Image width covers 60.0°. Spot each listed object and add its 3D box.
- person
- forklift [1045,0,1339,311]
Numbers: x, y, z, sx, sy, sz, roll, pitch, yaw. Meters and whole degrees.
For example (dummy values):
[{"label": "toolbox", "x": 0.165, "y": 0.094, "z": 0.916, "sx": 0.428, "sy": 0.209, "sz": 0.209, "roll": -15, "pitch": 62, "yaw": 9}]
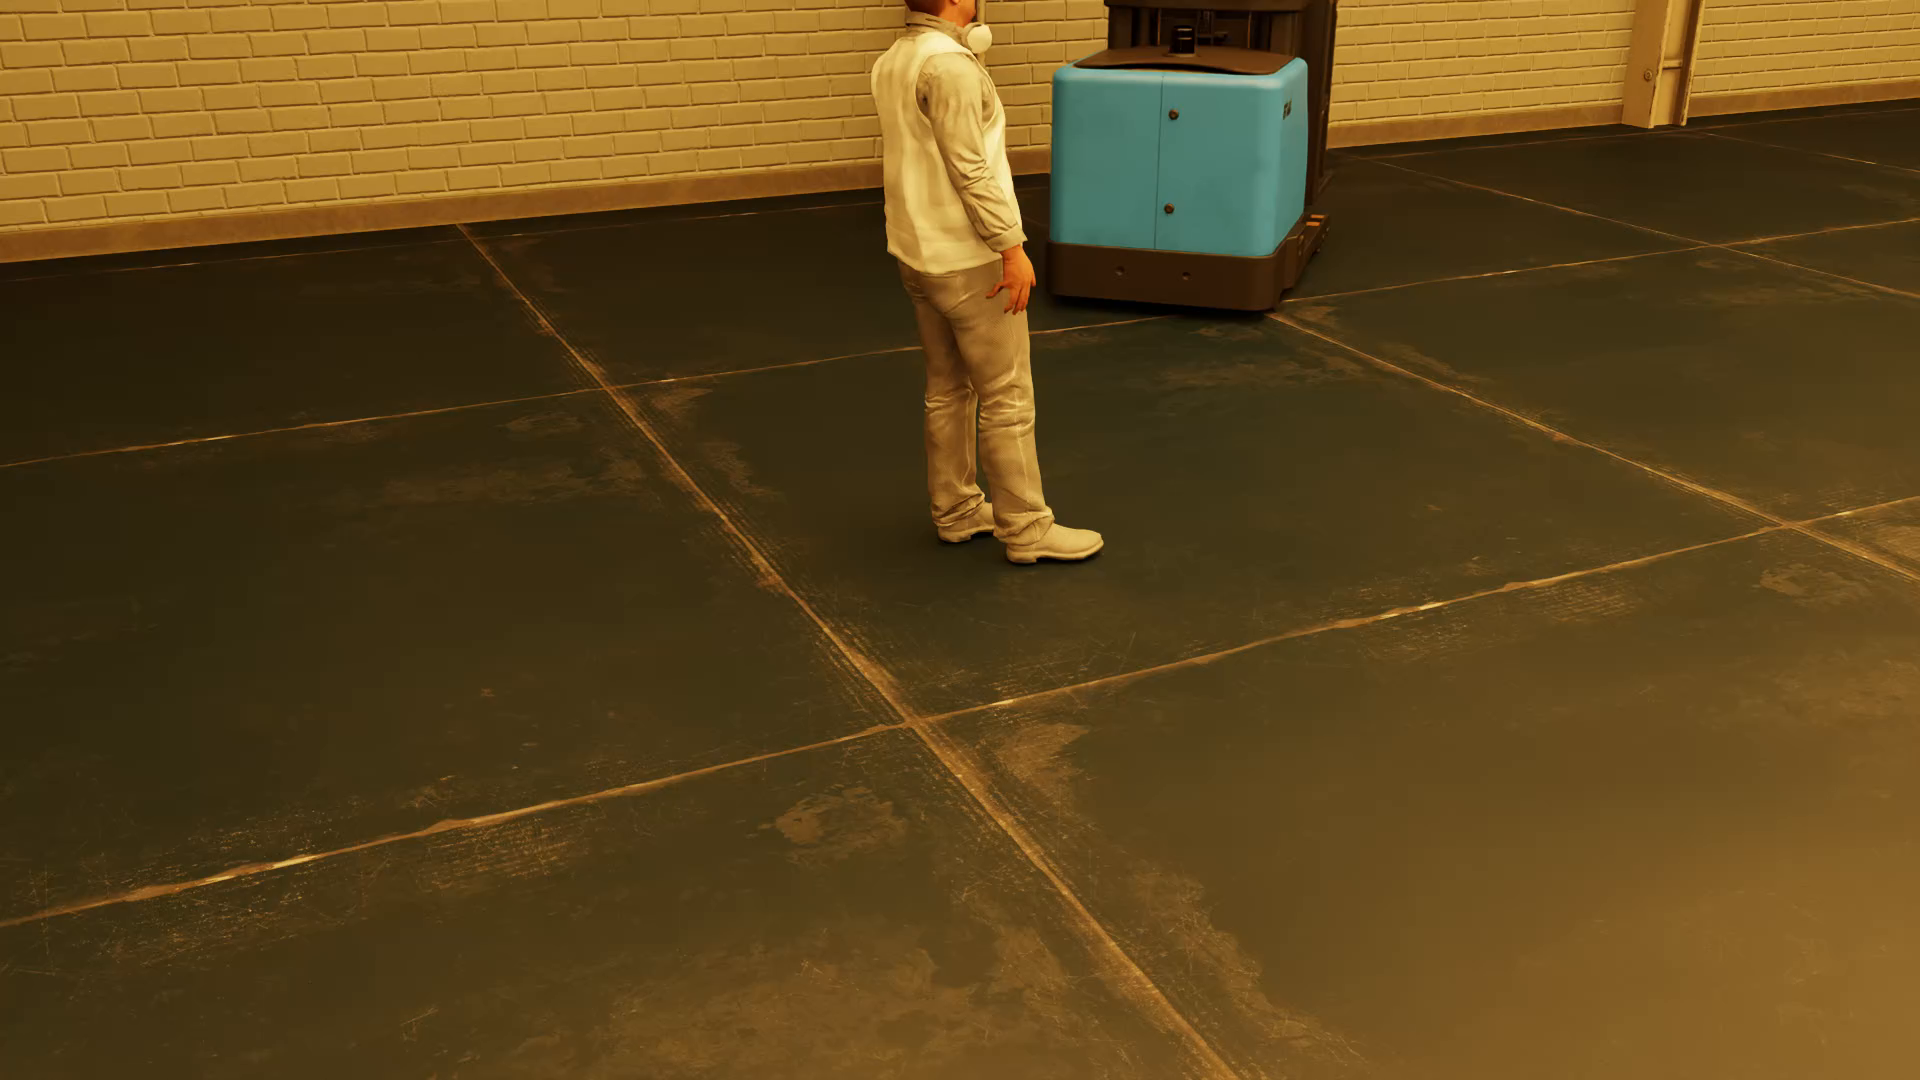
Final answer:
[{"label": "person", "x": 0.060, "y": -0.834, "z": 4.782, "sx": 0.566, "sy": 1.775, "sz": 0.634, "roll": -10, "pitch": 25, "yaw": -23}, {"label": "forklift", "x": 1.349, "y": -2.903, "z": 8.275, "sx": 1.130, "sy": 2.935, "sz": 3.031, "roll": 7, "pitch": 24, "yaw": 17}]
